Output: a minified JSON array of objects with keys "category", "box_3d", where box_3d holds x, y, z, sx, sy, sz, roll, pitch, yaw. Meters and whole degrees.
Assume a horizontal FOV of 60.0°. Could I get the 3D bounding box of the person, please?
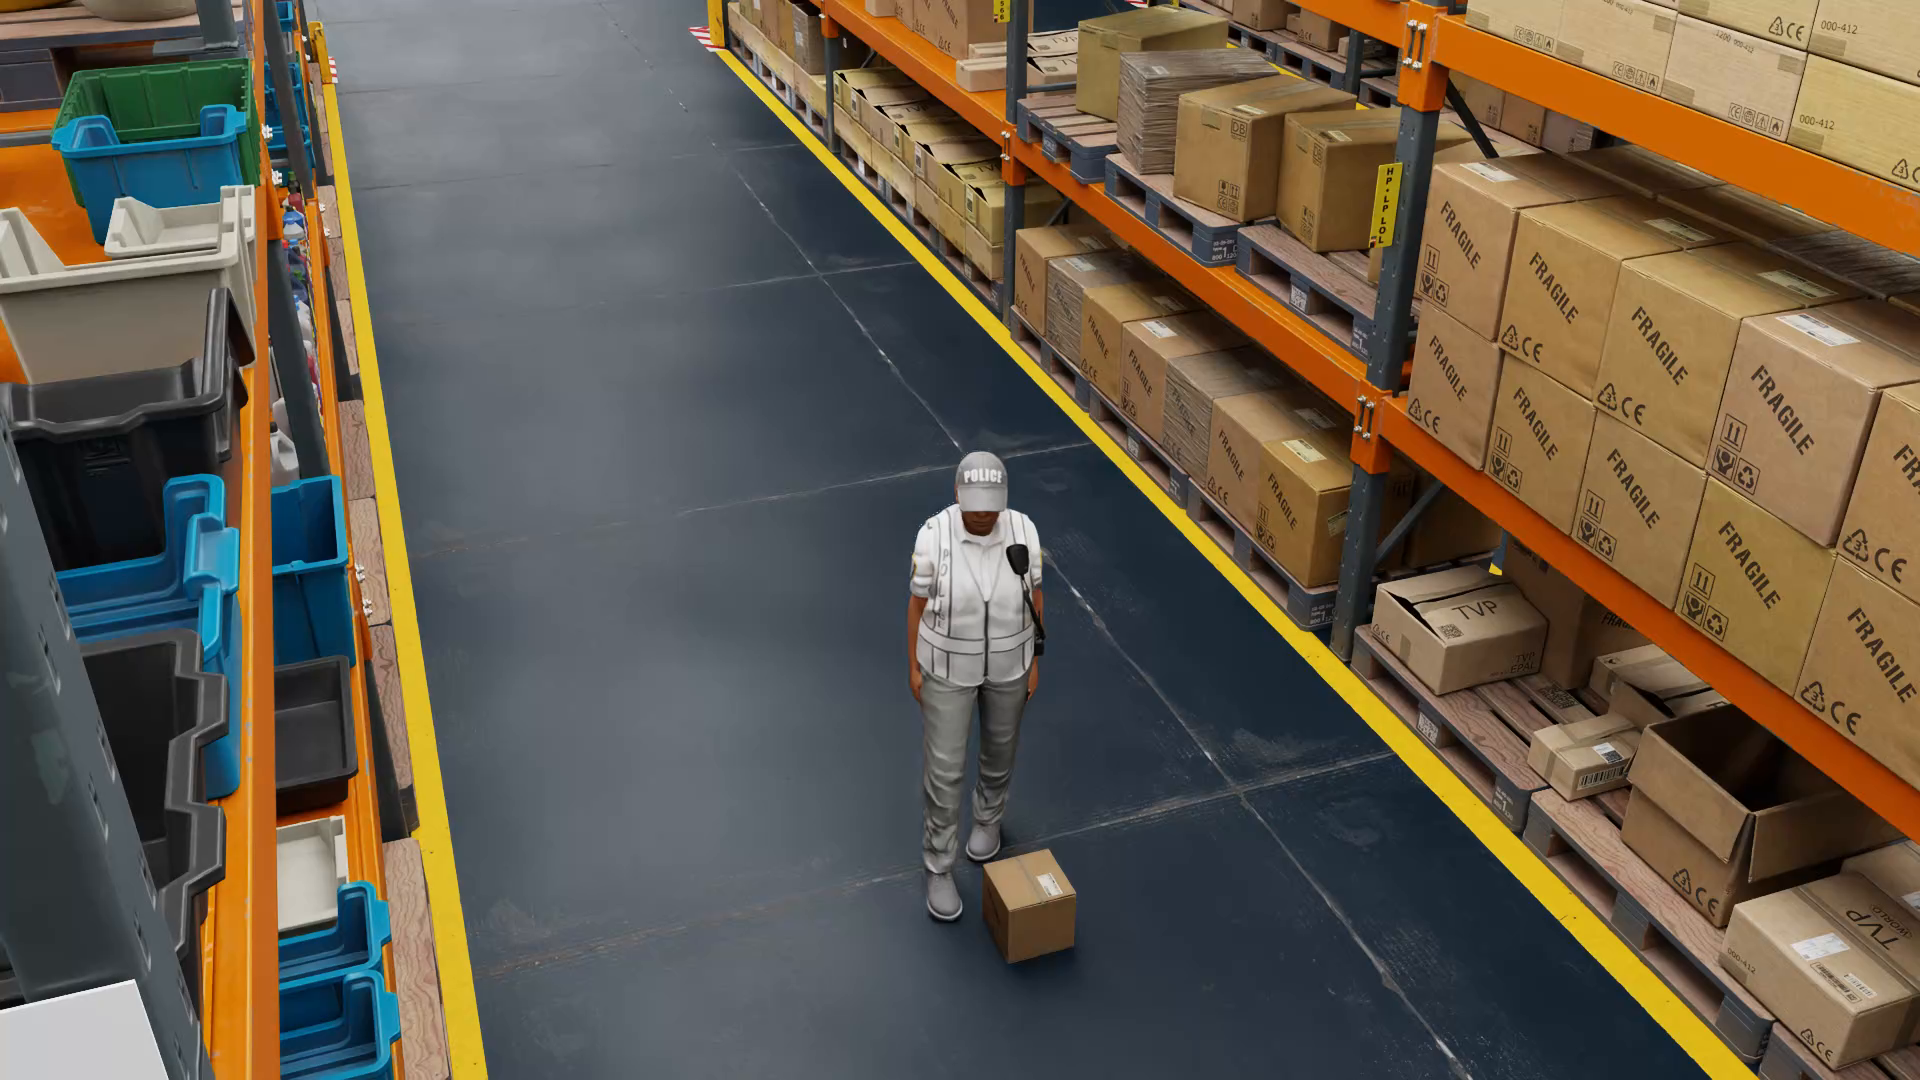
[{"category":"person","box_3d":[0.080,0.488,5.776,0.481,1.656,0.592,-5,30,-9]}]
